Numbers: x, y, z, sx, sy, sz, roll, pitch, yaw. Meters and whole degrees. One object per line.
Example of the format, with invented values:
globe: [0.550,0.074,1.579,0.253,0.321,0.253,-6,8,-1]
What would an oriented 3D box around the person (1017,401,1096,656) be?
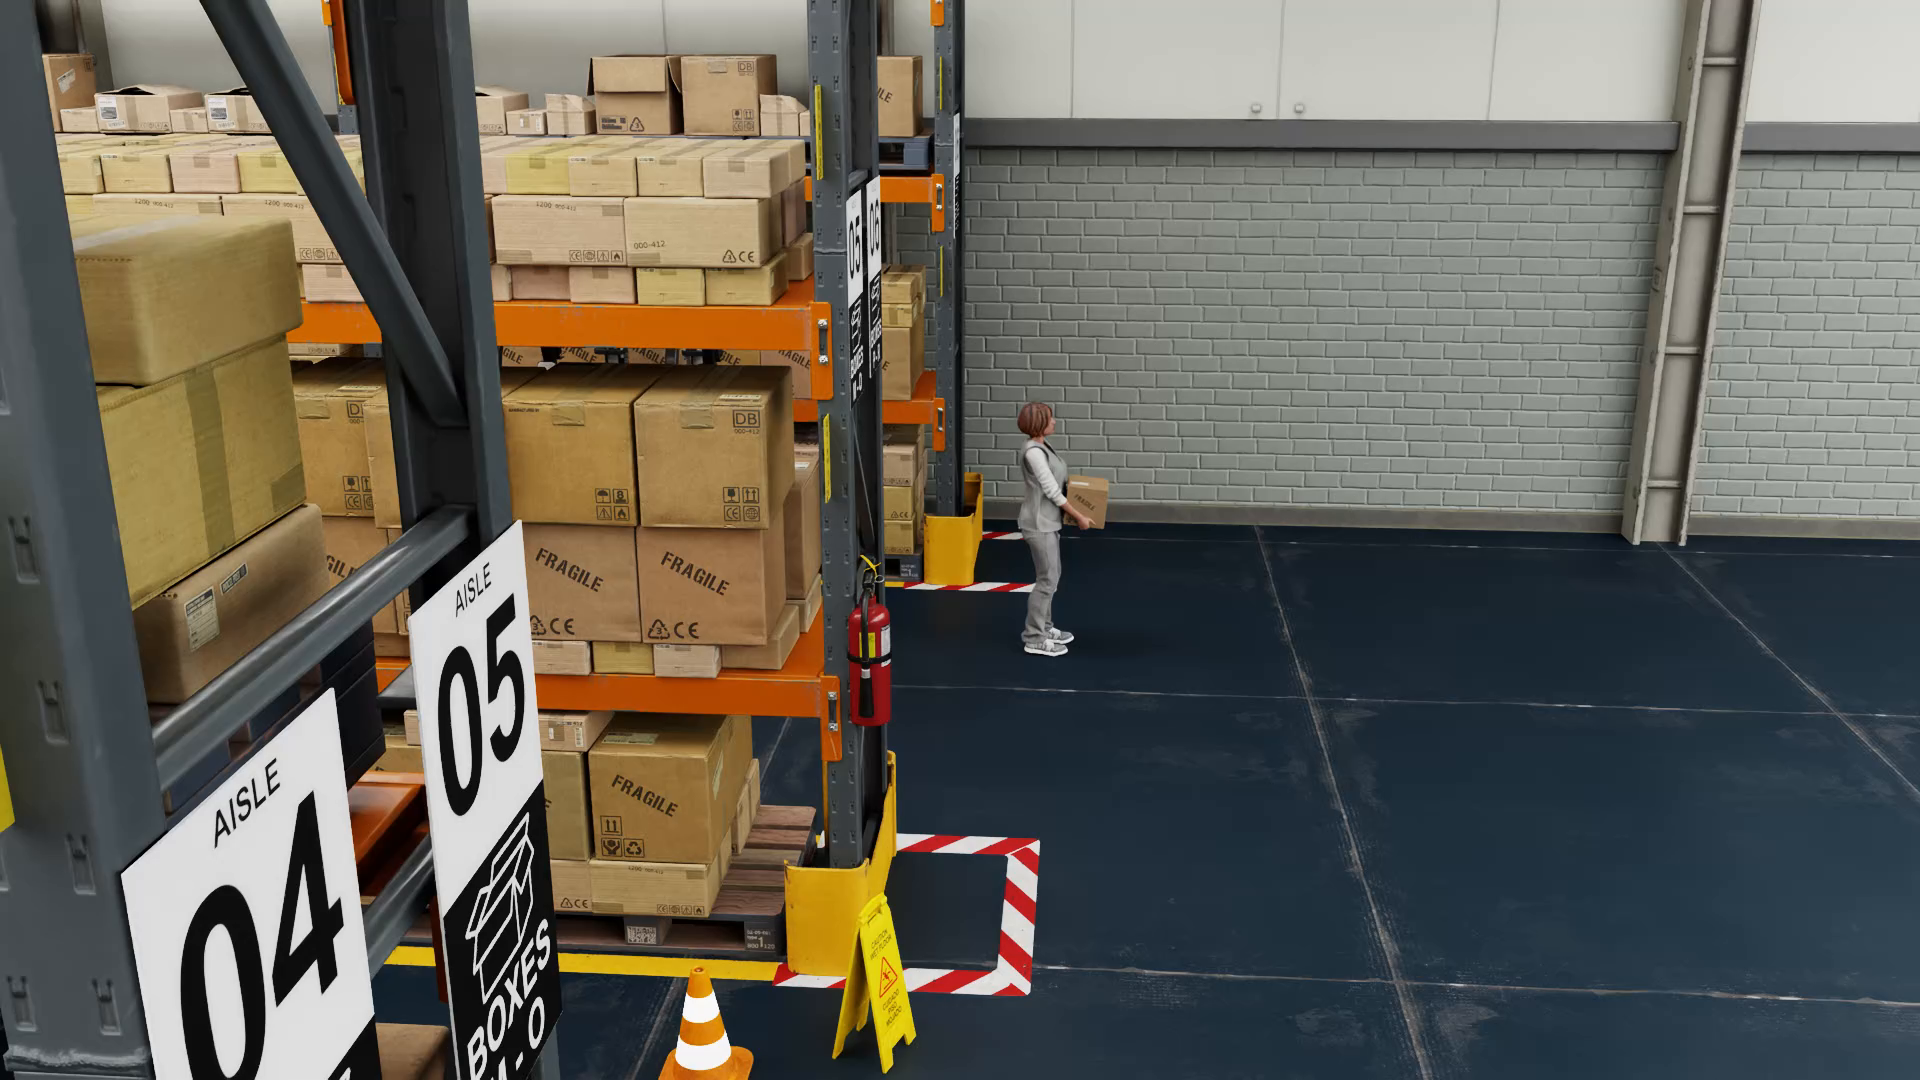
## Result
person: [0.596,-0.077,10.316,0.492,1.588,0.406,1,18,4]
